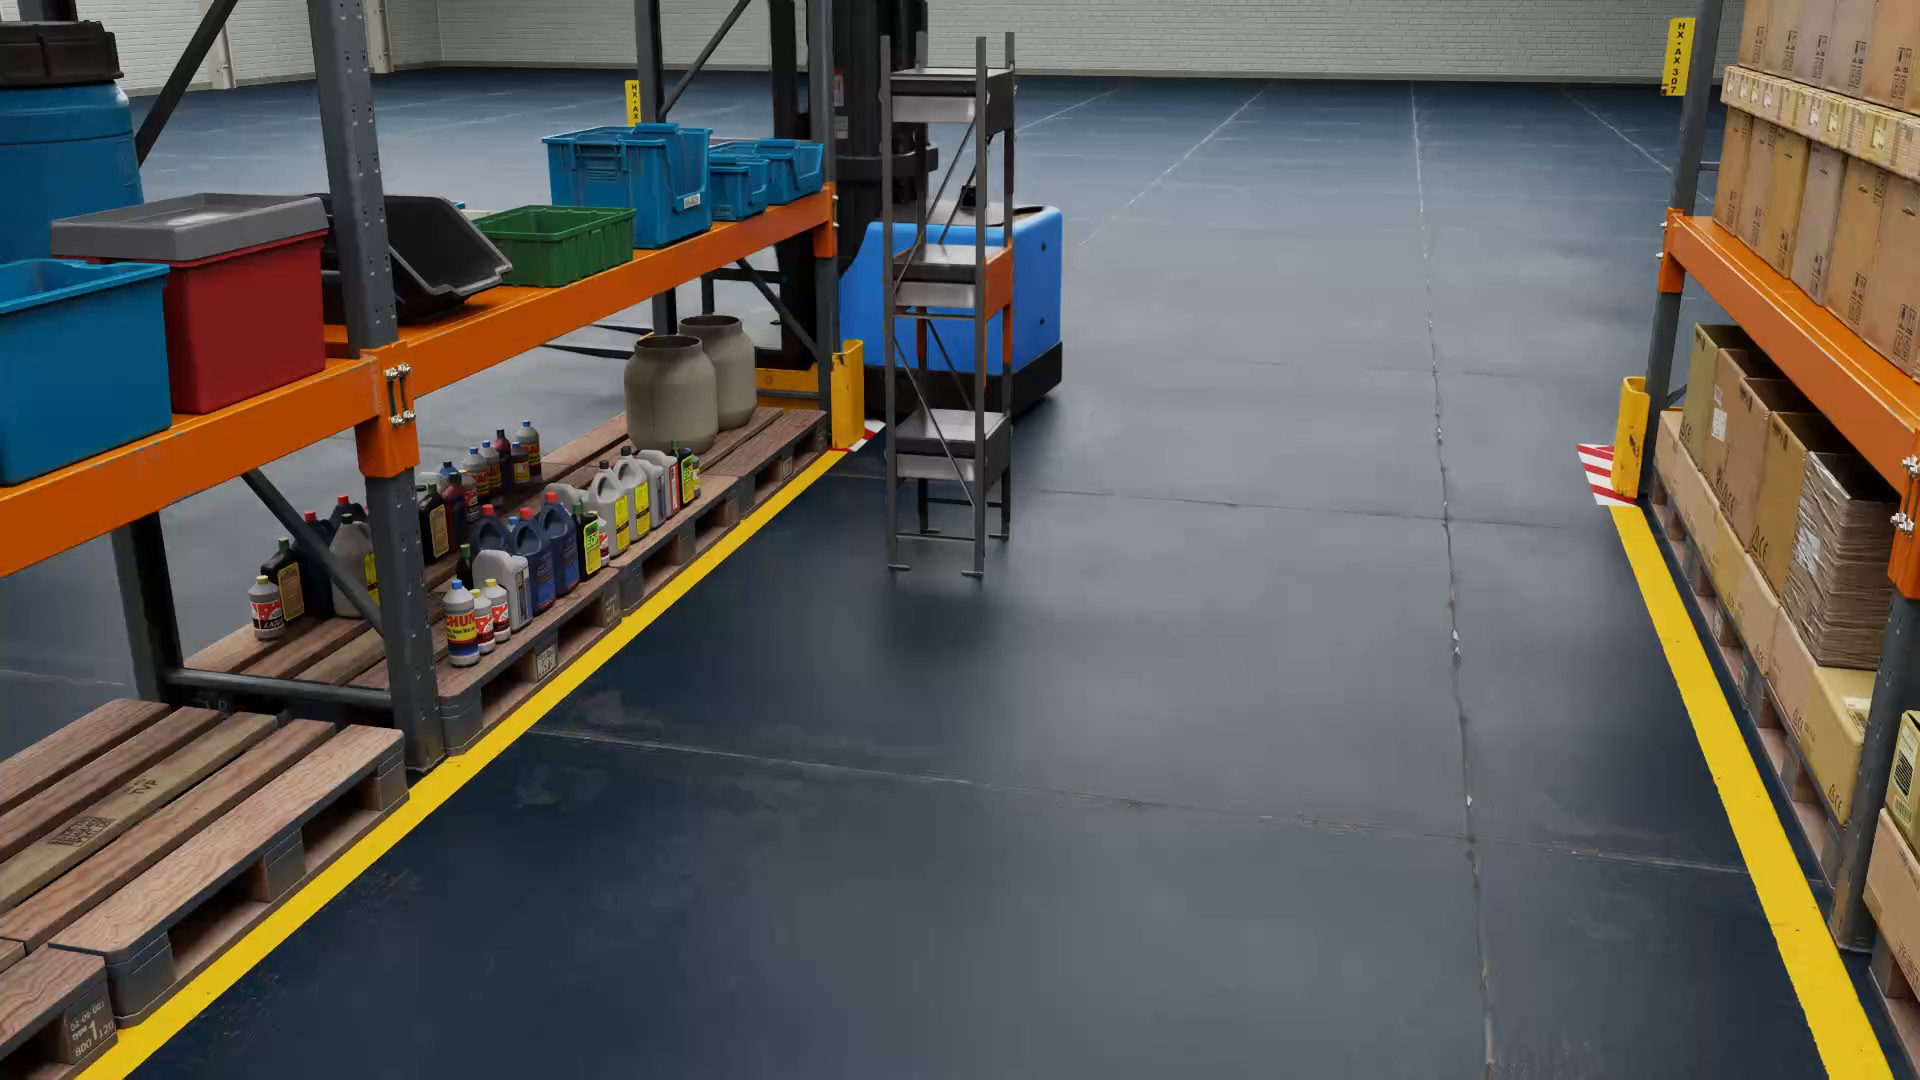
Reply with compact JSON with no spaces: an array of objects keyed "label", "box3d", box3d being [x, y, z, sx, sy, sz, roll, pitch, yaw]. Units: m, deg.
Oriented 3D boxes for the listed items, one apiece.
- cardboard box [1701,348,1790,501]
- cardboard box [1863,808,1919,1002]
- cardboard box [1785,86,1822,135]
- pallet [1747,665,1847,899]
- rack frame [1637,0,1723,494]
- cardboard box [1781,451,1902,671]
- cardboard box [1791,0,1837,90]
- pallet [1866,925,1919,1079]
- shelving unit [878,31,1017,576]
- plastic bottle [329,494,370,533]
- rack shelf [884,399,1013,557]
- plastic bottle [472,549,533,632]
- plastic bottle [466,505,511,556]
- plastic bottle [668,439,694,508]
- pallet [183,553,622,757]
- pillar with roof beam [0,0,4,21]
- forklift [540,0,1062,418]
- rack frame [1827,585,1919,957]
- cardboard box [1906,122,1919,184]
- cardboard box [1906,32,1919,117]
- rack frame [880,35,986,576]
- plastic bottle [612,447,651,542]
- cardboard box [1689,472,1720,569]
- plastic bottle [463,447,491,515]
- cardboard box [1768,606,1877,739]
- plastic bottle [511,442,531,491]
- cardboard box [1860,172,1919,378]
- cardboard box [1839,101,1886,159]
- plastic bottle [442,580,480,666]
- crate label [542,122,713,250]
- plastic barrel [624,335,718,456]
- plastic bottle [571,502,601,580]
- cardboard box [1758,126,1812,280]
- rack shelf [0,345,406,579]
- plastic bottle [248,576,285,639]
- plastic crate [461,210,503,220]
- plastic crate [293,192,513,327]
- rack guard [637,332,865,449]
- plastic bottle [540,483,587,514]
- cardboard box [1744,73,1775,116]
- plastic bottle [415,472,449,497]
[{"label":"cardboard box","box3d":[3.099,-0.407,6.183,0.500,0.500,0.500,5,19,13]},{"label":"cardboard box","box3d":[2.360,0.843,3.682,0.500,0.250,0.500,4,19,12]},{"label":"cardboard box","box3d":[3.059,-1.464,5.676,0.380,0.149,0.250,4,19,13]},{"label":"pallet","box3d":[2.934,0.707,4.789,1.003,0.211,1.213,5,19,13]},{"label":"rack frame","box3d":[3.676,-1.620,7.289,1.000,3.000,0.127,5,19,13]},{"label":"cardboard box","box3d":[2.733,0.063,4.806,0.500,0.500,0.500,5,19,13]},{"label":"cardboard box","box3d":[3.291,-1.796,5.643,0.700,0.500,0.500,5,19,14]},{"label":"pallet","box3d":[2.556,1.187,3.384,1.003,0.211,1.213,5,19,13]},{"label":"shelving unit","box3d":[-0.040,-0.942,6.696,0.431,2.100,0.503,5,19,13]},{"label":"plastic bottle","box3d":[-2.179,0.002,5.958,0.144,0.351,0.185,4,19,11]},{"label":"rack shelf","box3d":[-0.040,-0.266,6.927,0.431,0.518,0.480,5,19,13]},{"label":"plastic bottle","box3d":[-1.548,0.154,5.631,0.152,0.276,0.135,5,20,15]},{"label":"plastic bottle","box3d":[-1.644,0.055,5.803,0.144,0.351,0.185,5,19,13]},{"label":"plastic bottle","box3d":[-1.161,-0.287,6.908,0.061,0.283,0.133,5,20,15]},{"label":"pallet","box3d":[-1.899,0.354,5.825,1.003,0.211,1.213,5,19,13]},{"label":"pillar with roof beam","box3d":[-12.825,-11.570,27.141,9.100,9.000,0.400,5,19,13]},{"label":"forklift","box3d":[-0.981,-2.276,9.317,3.031,2.935,1.130,7,20,19]},{"label":"rack frame","box3d":[2.699,-0.366,3.619,1.000,3.000,0.127,5,19,13]},{"label":"cardboard box","box3d":[2.681,-0.982,4.264,0.380,0.149,0.250,4,19,12]},{"label":"cardboard box","box3d":[2.923,-1.325,4.265,0.700,0.500,0.500,5,19,13]},{"label":"rack frame","box3d":[-0.100,-0.865,6.472,0.400,2.100,0.015,5,19,13]},{"label":"plastic bottle","box3d":[-1.309,-0.184,6.503,0.144,0.351,0.185,5,20,16]},{"label":"cardboard box","box3d":[3.088,-0.053,6.307,0.500,0.250,0.500,5,19,13]},{"label":"plastic bottle","box3d":[-1.980,-0.247,6.810,0.097,0.271,0.097,0,19,0]},{"label":"cardboard box","box3d":[2.732,0.418,4.928,0.500,0.250,0.500,5,19,13]},{"label":"plastic bottle","box3d":[-1.897,-0.320,7.132,0.097,0.201,0.097,0,19,0]},{"label":"cardboard box","box3d":[2.924,-0.719,4.497,0.700,0.500,0.500,4,19,13]},{"label":"cardboard box","box3d":[2.869,-1.220,4.962,0.380,0.149,0.250,5,20,15]},{"label":"plastic bottle","box3d":[-1.601,0.259,5.328,0.097,0.271,0.097,0,19,0]},{"label":"crate label","box3d":[-1.314,-1.431,6.681,0.502,0.435,0.616,5,19,13]},{"label":"plastic barrel","box3d":[-1.336,-0.664,7.691,0.421,0.512,0.421,0,19,0]},{"label":"plastic bottle","box3d":[-1.377,-0.009,6.095,0.061,0.283,0.133,6,20,16]},{"label":"cardboard box","box3d":[3.299,-1.202,5.910,0.700,0.500,0.500,5,19,14]},{"label":"rack shelf","box3d":[-2.592,0.209,3.048,1.077,0.370,4.000,5,19,13]},{"label":"plastic bottle","box3d":[-2.317,0.219,5.554,0.097,0.201,0.097,0,19,0]},{"label":"plastic crate","box3d":[-1.953,-1.163,6.359,0.530,0.136,0.437,5,19,13]},{"label":"plastic crate","box3d":[-1.852,-0.883,5.228,0.767,0.338,0.504,5,19,13]},{"label":"rack guard","box3d":[-1.099,-0.802,8.761,1.175,0.500,0.348,5,19,13]},{"label":"plastic bottle","box3d":[-1.504,-0.094,6.356,0.152,0.276,0.135,5,19,13]},{"label":"cardboard box","box3d":[3.247,-1.707,6.387,0.380,0.149,0.250,5,19,14]},{"label":"plastic bottle","box3d":[-2.056,-0.114,6.415,0.152,0.276,0.135,5,19,14]}]
